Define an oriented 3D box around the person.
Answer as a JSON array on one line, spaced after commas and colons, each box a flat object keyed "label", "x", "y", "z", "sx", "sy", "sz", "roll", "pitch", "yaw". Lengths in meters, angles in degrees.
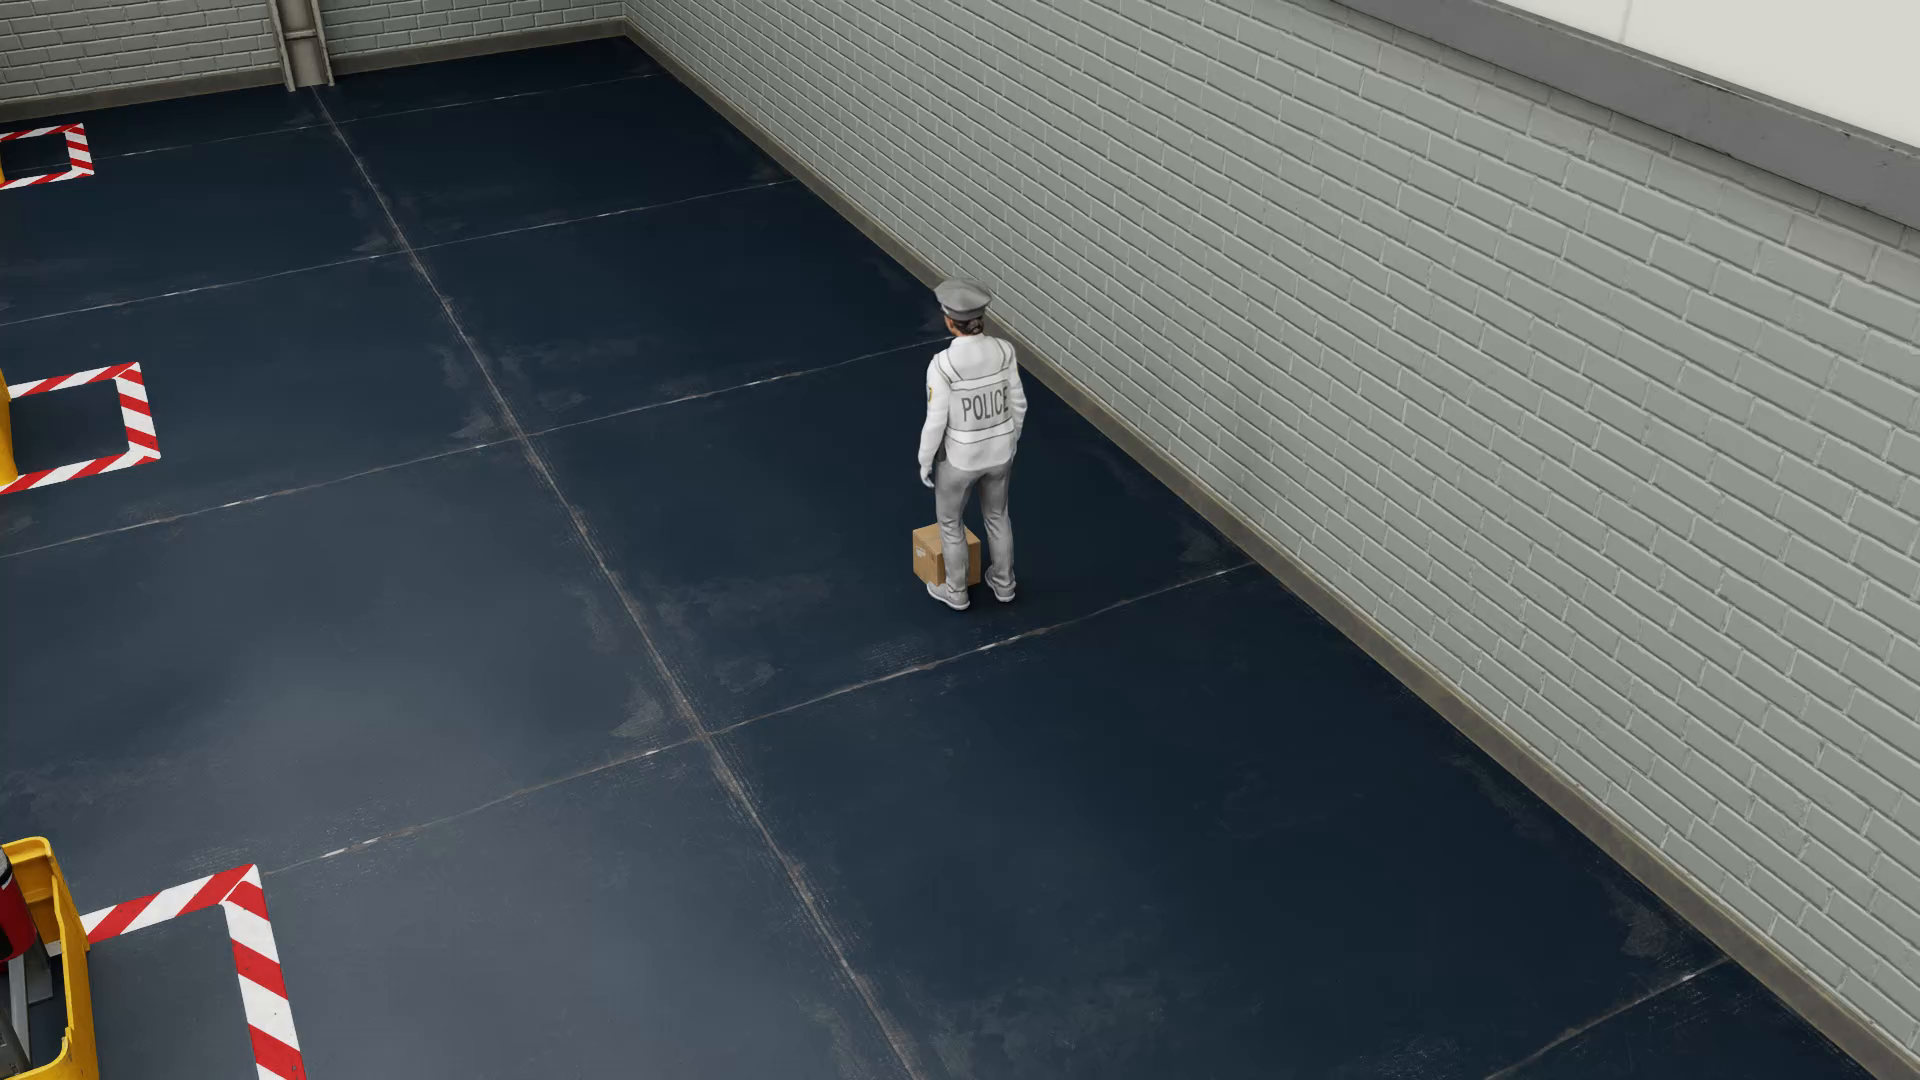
[{"label": "person", "x": 0.047, "y": -0.404, "z": 7.753, "sx": 0.528, "sy": 1.663, "sz": 0.403, "roll": -16, "pitch": 36, "yaw": -23}]
